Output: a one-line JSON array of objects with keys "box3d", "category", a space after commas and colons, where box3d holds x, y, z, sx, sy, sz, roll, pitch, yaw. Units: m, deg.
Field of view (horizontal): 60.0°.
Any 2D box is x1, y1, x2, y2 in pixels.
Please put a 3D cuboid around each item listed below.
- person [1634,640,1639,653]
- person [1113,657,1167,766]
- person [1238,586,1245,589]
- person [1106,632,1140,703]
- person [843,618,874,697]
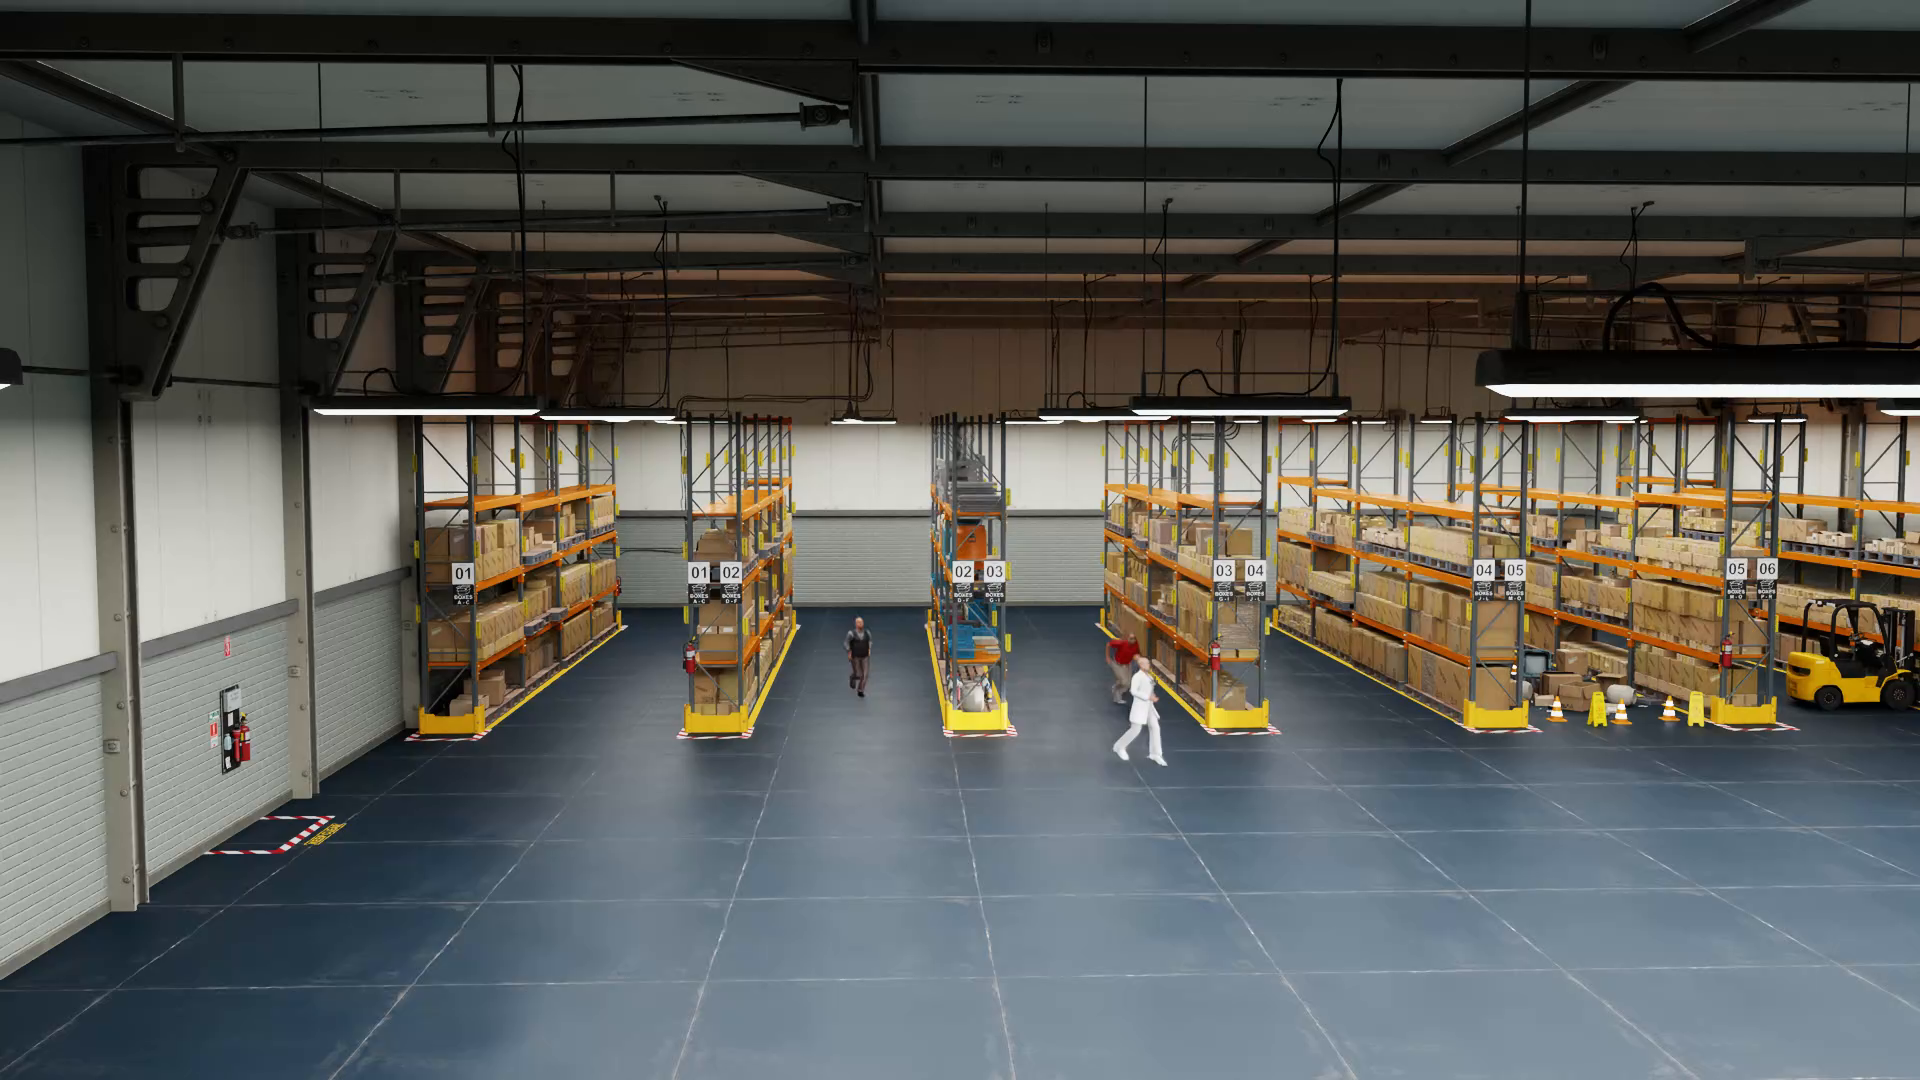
[{"box3d": [16.438, 2.187, 40.003, 0.616, 1.743, 0.751, 0, 4, -1], "category": "person"}, {"box3d": [3.115, 2.904, 28.366, 1.004, 1.809, 0.750, 3, 5, 33], "category": "person"}, {"box3d": [7.845, 1.677, 46.942, 0.681, 1.736, 0.619, 1, 4, 10], "category": "person"}, {"box3d": [3.346, 2.627, 34.142, 0.695, 1.550, 0.880, -2, 4, -27], "category": "person"}, {"box3d": [-2.142, 2.486, 35.353, 0.659, 1.677, 0.589, -1, 4, -20], "category": "person"}]
